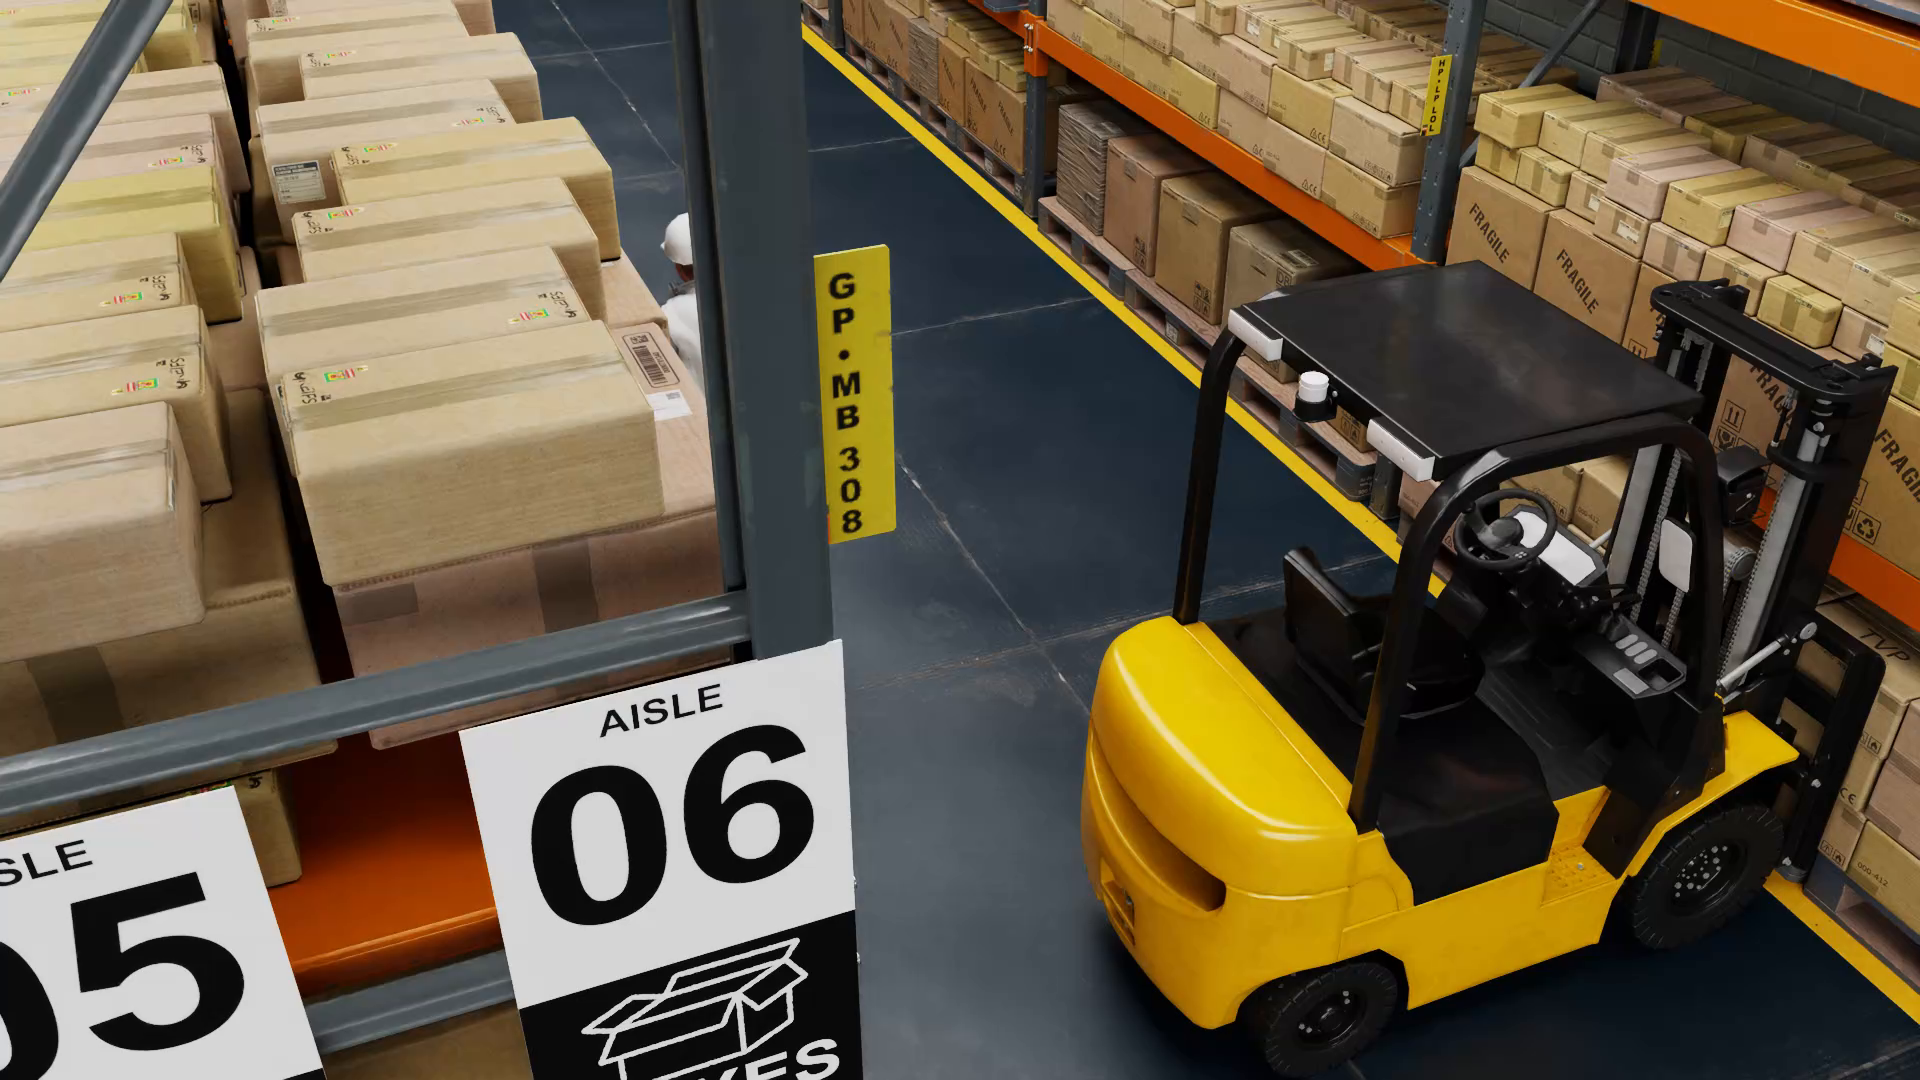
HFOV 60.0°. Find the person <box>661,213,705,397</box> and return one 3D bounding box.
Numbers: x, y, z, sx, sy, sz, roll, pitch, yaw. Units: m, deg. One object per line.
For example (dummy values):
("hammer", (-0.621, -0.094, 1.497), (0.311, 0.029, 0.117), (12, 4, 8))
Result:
("person", (-0.991, -0.489, 6.863), (0.588, 1.770, 0.463), (-16, 36, -22))
